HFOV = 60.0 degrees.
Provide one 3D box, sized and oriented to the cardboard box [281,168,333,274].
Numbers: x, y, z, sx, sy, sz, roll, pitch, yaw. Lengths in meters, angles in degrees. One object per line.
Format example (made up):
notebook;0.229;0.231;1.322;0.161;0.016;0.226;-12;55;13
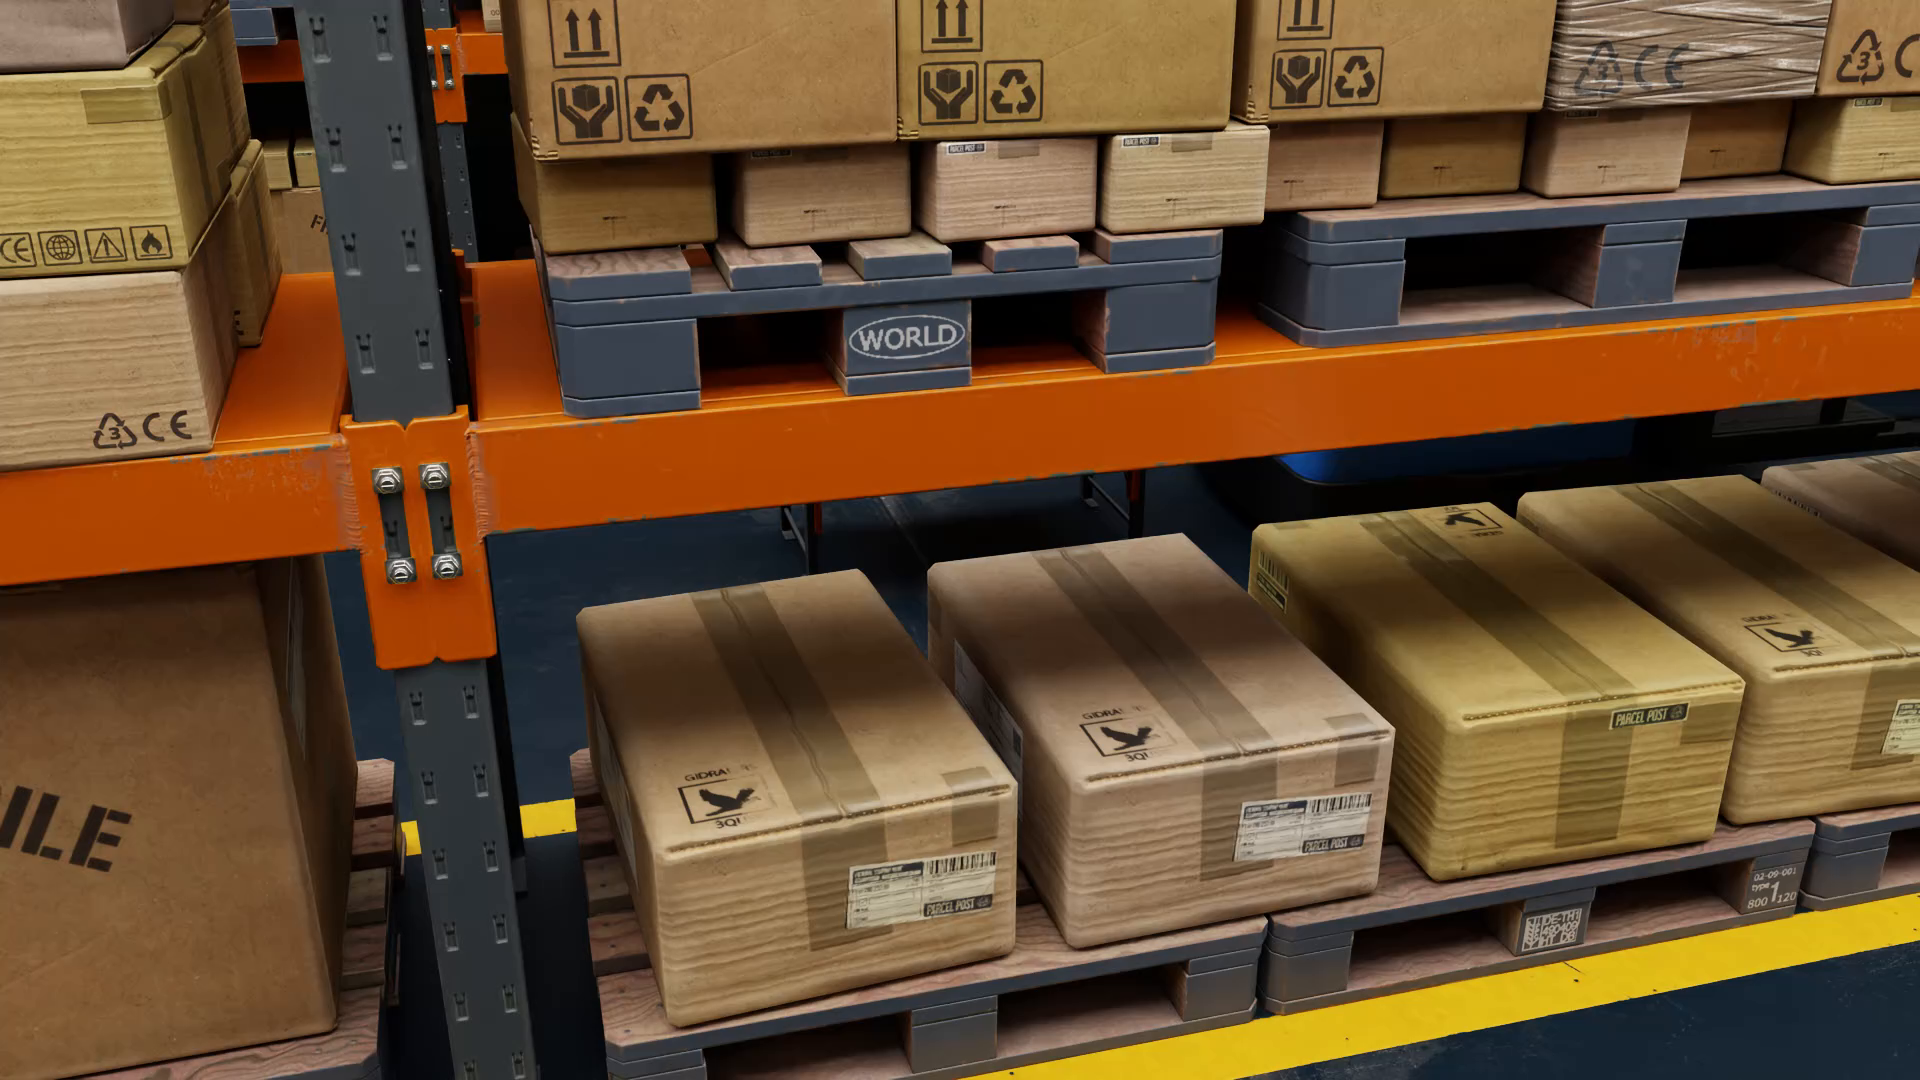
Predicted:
cardboard box;-2.589;-1.317;7.154;0.500;0.500;0.500;-6;24;-13

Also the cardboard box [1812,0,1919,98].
cardboard box;1.597;-1.075;2.915;0.500;0.500;0.500;-5;24;-13

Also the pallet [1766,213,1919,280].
pallet;2.181;-0.828;3.618;1.213;0.211;1.003;-6;24;-14

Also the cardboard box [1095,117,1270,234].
cardboard box;0.295;-0.608;2.648;0.250;0.149;0.380;-6;24;-14

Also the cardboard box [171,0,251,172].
cardboard box;-1.450;-0.716;2.672;0.500;0.250;0.500;-6;24;-15

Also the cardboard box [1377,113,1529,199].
cardboard box;0.768;-0.708;2.882;0.250;0.149;0.380;-5;24;-12

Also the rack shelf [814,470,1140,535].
rack shelf;-0.007;-0.292;5.123;1.000;0.278;0.538;-6;24;-14

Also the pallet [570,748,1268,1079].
pallet;-0.143;0.683;3.391;1.213;0.211;1.003;-6;24;-14

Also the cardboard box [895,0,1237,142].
cardboard box;0.100;-0.910;2.529;0.500;0.500;0.500;-5;24;-12

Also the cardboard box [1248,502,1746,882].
cardboard box;1.091;0.282;3.588;0.625;0.372;0.950;-6;24;-13

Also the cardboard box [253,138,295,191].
cardboard box;-2.901;-1.553;6.879;0.250;0.149;0.380;-8;24;-17

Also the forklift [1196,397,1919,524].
forklift;2.355;-1.556;5.160;3.031;2.935;1.130;-6;24;-13

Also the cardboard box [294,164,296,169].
cardboard box;-2.721;-1.506;7.592;0.500;0.500;0.500;-5;24;-12

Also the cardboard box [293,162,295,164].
cardboard box;-3.199;-1.461;7.488;0.500;0.500;0.500;-6;24;-14

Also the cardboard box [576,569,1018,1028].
cardboard box;-0.349;0.442;3.215;0.625;0.372;0.950;-8;24;-18

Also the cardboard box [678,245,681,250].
cardboard box;-1.636;-1.563;7.567;0.625;0.625;0.875;-6;24;-13

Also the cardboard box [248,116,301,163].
cardboard box;-3.089;-1.787;7.425;0.250;0.149;0.380;-6;24;-13

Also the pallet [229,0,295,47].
pallet;-2.874;-2.213;6.846;1.003;0.211;1.213;-6;24;-14

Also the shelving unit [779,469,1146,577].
shelving unit;-0.007;-0.516;5.027;1.048;1.125;0.538;-6;24;-14

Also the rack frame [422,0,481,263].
rack frame;-2.240;-2.400;7.039;0.127;3.000;1.000;-6;24;-14

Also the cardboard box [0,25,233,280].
cardboard box;-1.293;-0.529;2.234;0.500;0.250;0.500;-6;24;-15

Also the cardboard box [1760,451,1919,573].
cardboard box;2.452;0.130;3.944;0.625;0.372;0.950;-6;24;-14

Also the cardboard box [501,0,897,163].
cardboard box;-0.400;-0.851;2.394;0.500;0.500;0.500;-7;24;-16

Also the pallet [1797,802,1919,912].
pallet;2.207;0.423;3.996;1.213;0.211;1.003;-6;24;-14

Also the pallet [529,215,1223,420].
pallet;-0.238;-0.544;2.957;1.003;0.211;1.213;-6;24;-14

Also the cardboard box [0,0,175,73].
cardboard box;-1.323;-0.867;2.071;0.500;0.500;0.500;-7;24;-16

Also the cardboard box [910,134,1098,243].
cardboard box;0.025;-0.586;2.598;0.250;0.149;0.380;-8;24;-18

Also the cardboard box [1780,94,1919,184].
cardboard box;1.549;-0.757;2.995;0.250;0.149;0.380;-6;24;-14

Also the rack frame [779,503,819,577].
rack frame;-0.496;-0.462;4.900;0.032;1.125;0.500;-6;24;-14

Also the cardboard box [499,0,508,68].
cardboard box;-0.533;-1.045;2.846;0.500;0.500;0.500;-7;24;-16

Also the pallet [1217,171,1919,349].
pallet;0.999;-0.654;3.213;1.213;0.211;1.003;-6;24;-14

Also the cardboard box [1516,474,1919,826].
cardboard box;1.760;0.207;3.762;0.625;0.372;0.950;-5;24;-11

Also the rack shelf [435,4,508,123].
rack shelf;-0.314;-2.282;7.677;4.000;0.370;1.077;-6;24;-14

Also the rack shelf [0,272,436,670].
rack shelf;-2.821;0.028;2.293;4.000;0.370;1.077;-6;24;-14

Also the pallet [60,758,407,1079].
pallet;-1.675;0.821;3.069;1.213;0.211;1.003;-6;24;-14

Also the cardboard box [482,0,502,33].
cardboard box;-1.747;-2.285;6.962;0.500;0.250;0.500;-6;24;-14

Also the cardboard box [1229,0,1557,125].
cardboard box;0.610;-0.969;2.667;0.500;0.500;0.500;-6;24;-13

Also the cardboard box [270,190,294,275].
cardboard box;-3.074;-1.268;7.039;0.500;0.500;0.500;-7;24;-15

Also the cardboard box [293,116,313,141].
cardboard box;-2.826;-1.805;7.467;0.250;0.149;0.380;-5;24;-12

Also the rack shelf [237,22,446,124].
rack shelf;-4.166;-1.856;6.684;4.000;0.370;1.077;-6;24;-14

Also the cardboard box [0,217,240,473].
cardboard box;-1.312;-0.294;2.322;0.500;0.250;0.500;-7;24;-16

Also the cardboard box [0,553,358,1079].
cardboard box;-1.583;0.310;2.886;0.875;0.875;0.875;-7;24;-15

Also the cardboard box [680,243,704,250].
cardboard box;-1.009;-1.635;7.736;0.625;0.625;0.875;-6;24;-13

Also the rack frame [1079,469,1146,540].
rack frame;0.483;-0.570;5.153;0.032;1.125;0.500;-6;24;-14

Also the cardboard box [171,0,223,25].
cardboard box;-1.436;-1.062;2.525;0.500;0.500;0.500;-7;24;-16

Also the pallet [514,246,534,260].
pallet;-1.437;-1.191;7.759;1.213;0.211;1.003;-6;24;-14

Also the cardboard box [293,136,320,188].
cardboard box;-2.647;-1.593;6.974;0.250;0.149;0.380;-8;24;-17

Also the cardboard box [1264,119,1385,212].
cardboard box;0.506;-0.663;2.777;0.250;0.149;0.380;-5;24;-11

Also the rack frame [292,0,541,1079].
rack frame;-0.895;-0.516;2.648;0.127;3.000;1.000;-6;24;-14

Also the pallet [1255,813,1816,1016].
pallet;1.030;0.554;3.690;1.213;0.211;1.003;-6;24;-14

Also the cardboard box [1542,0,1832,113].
cardboard box;1.093;-1.019;2.784;0.500;0.500;0.500;-7;24;-16

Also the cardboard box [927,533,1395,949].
cardboard box;0.360;0.361;3.405;0.625;0.372;0.950;-7;24;-15

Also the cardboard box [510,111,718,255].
cardboard box;-0.532;-0.557;2.531;0.250;0.149;0.380;-8;24;-17

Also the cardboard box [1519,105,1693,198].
cardboard box;1.037;-0.711;2.889;0.250;0.149;0.380;-6;24;-13

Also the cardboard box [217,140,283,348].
cardboard box;-1.435;-0.490;2.779;0.500;0.250;0.500;-7;24;-15

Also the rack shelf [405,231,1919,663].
rack shelf;1.030;-0.398;3.286;4.000;0.370;1.077;-6;24;-14

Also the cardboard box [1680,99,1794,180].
cardboard box;1.267;-0.768;3.021;0.250;0.149;0.380;-7;24;-16

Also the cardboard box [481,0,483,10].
cardboard box;-1.876;-2.476;7.406;0.500;0.250;0.500;-7;24;-15

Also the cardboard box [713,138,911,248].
cardboard box;-0.251;-0.575;2.571;0.250;0.149;0.380;-8;24;-18
